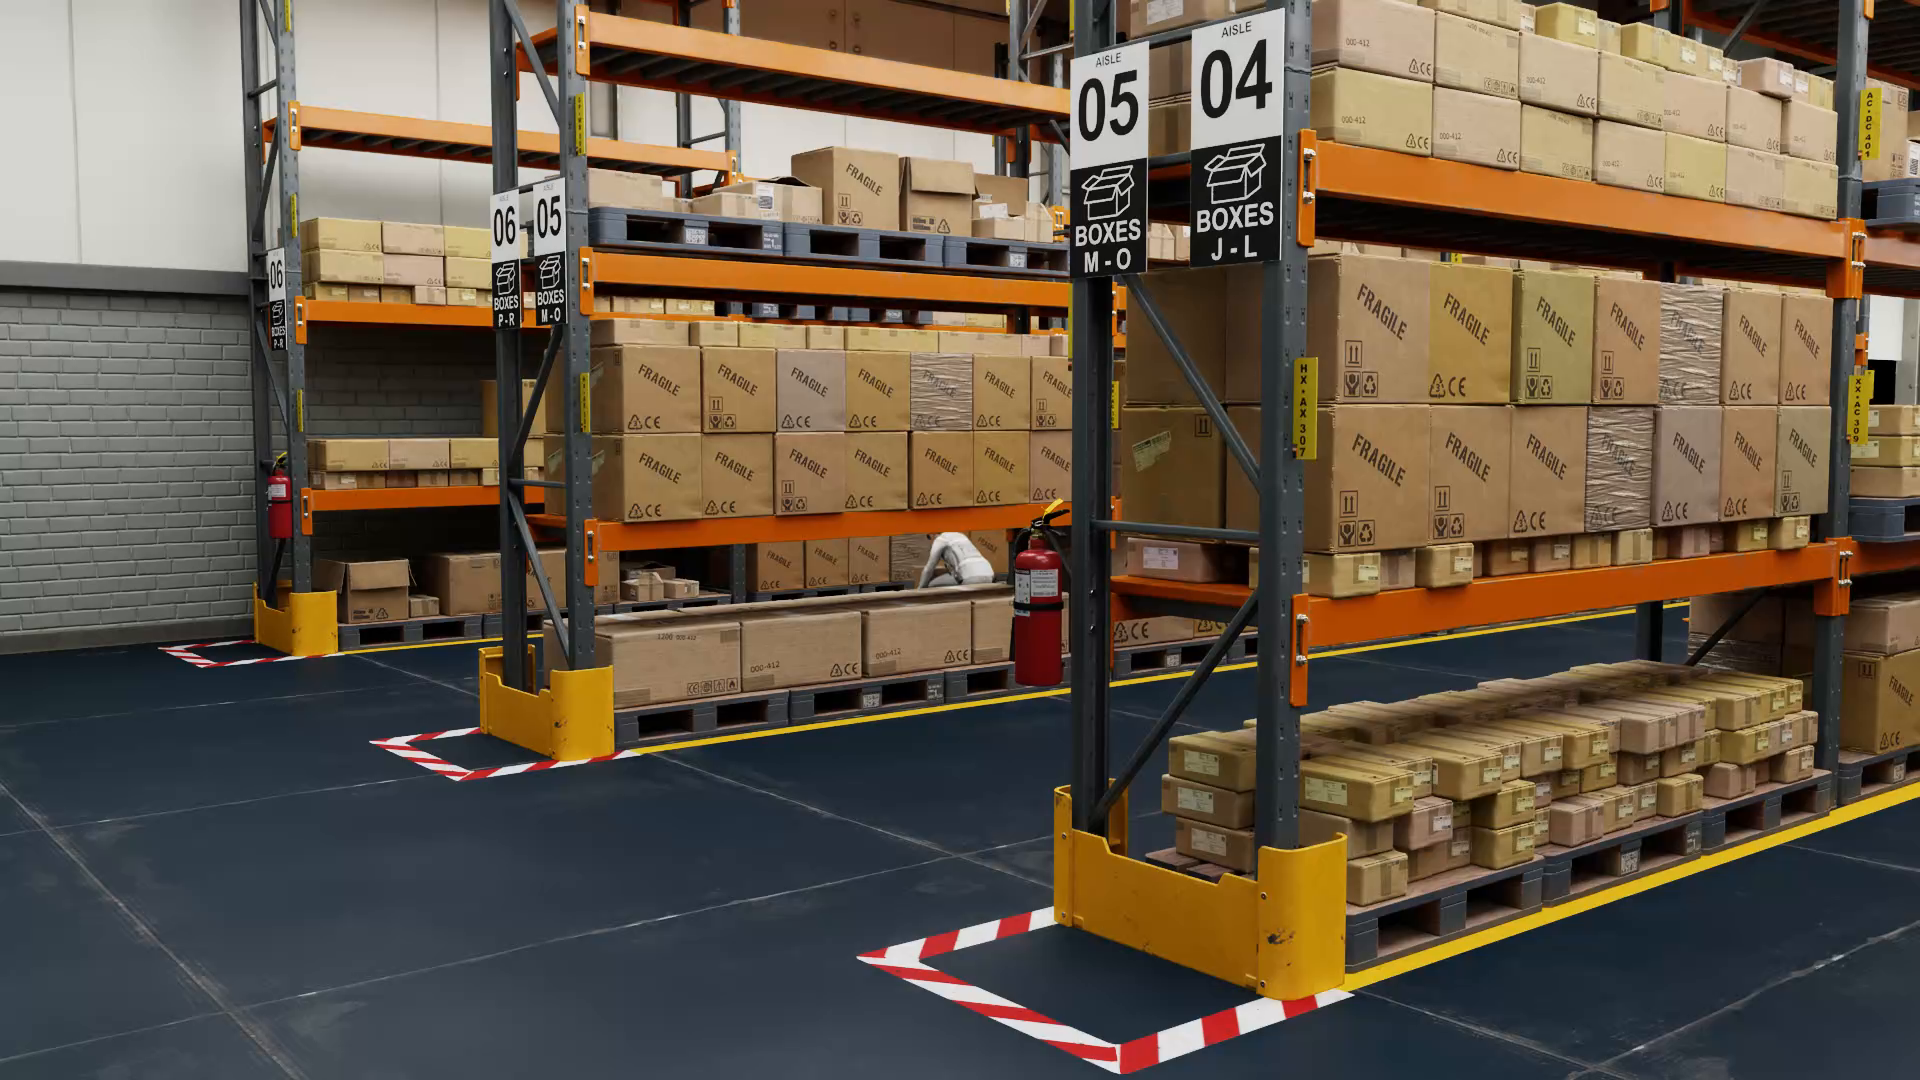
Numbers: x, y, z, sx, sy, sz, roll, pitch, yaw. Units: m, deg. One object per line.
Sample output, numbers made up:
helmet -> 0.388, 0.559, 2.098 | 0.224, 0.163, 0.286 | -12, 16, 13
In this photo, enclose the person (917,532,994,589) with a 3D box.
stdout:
person -> 3.941, -0.306, 14.675 | 5.544, 2.202, 7.261 | -4, 6, -39
